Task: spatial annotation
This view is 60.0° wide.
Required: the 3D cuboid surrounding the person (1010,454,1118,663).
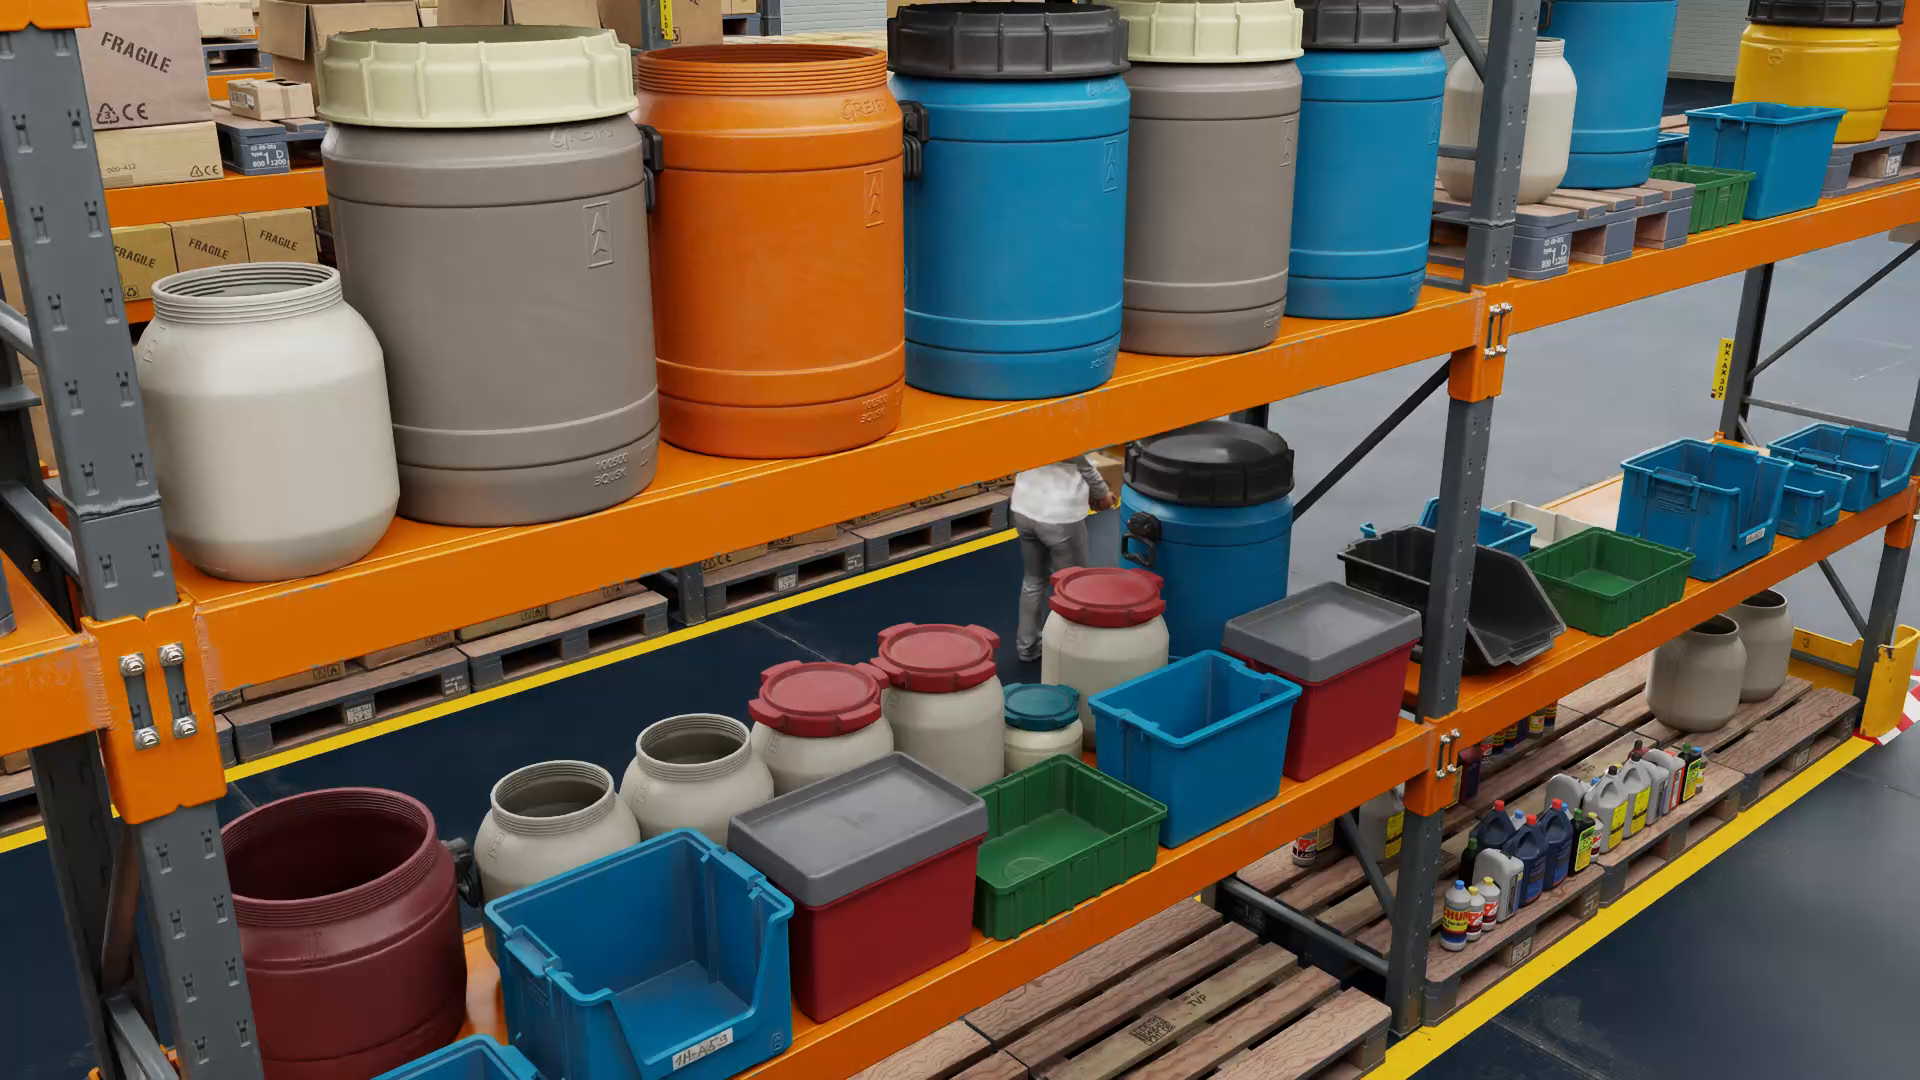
[{"bbox_3d":[0.547,-0.162,8.973,0.551,1.770,0.499,-17,27,-38],"label":"person"}]
